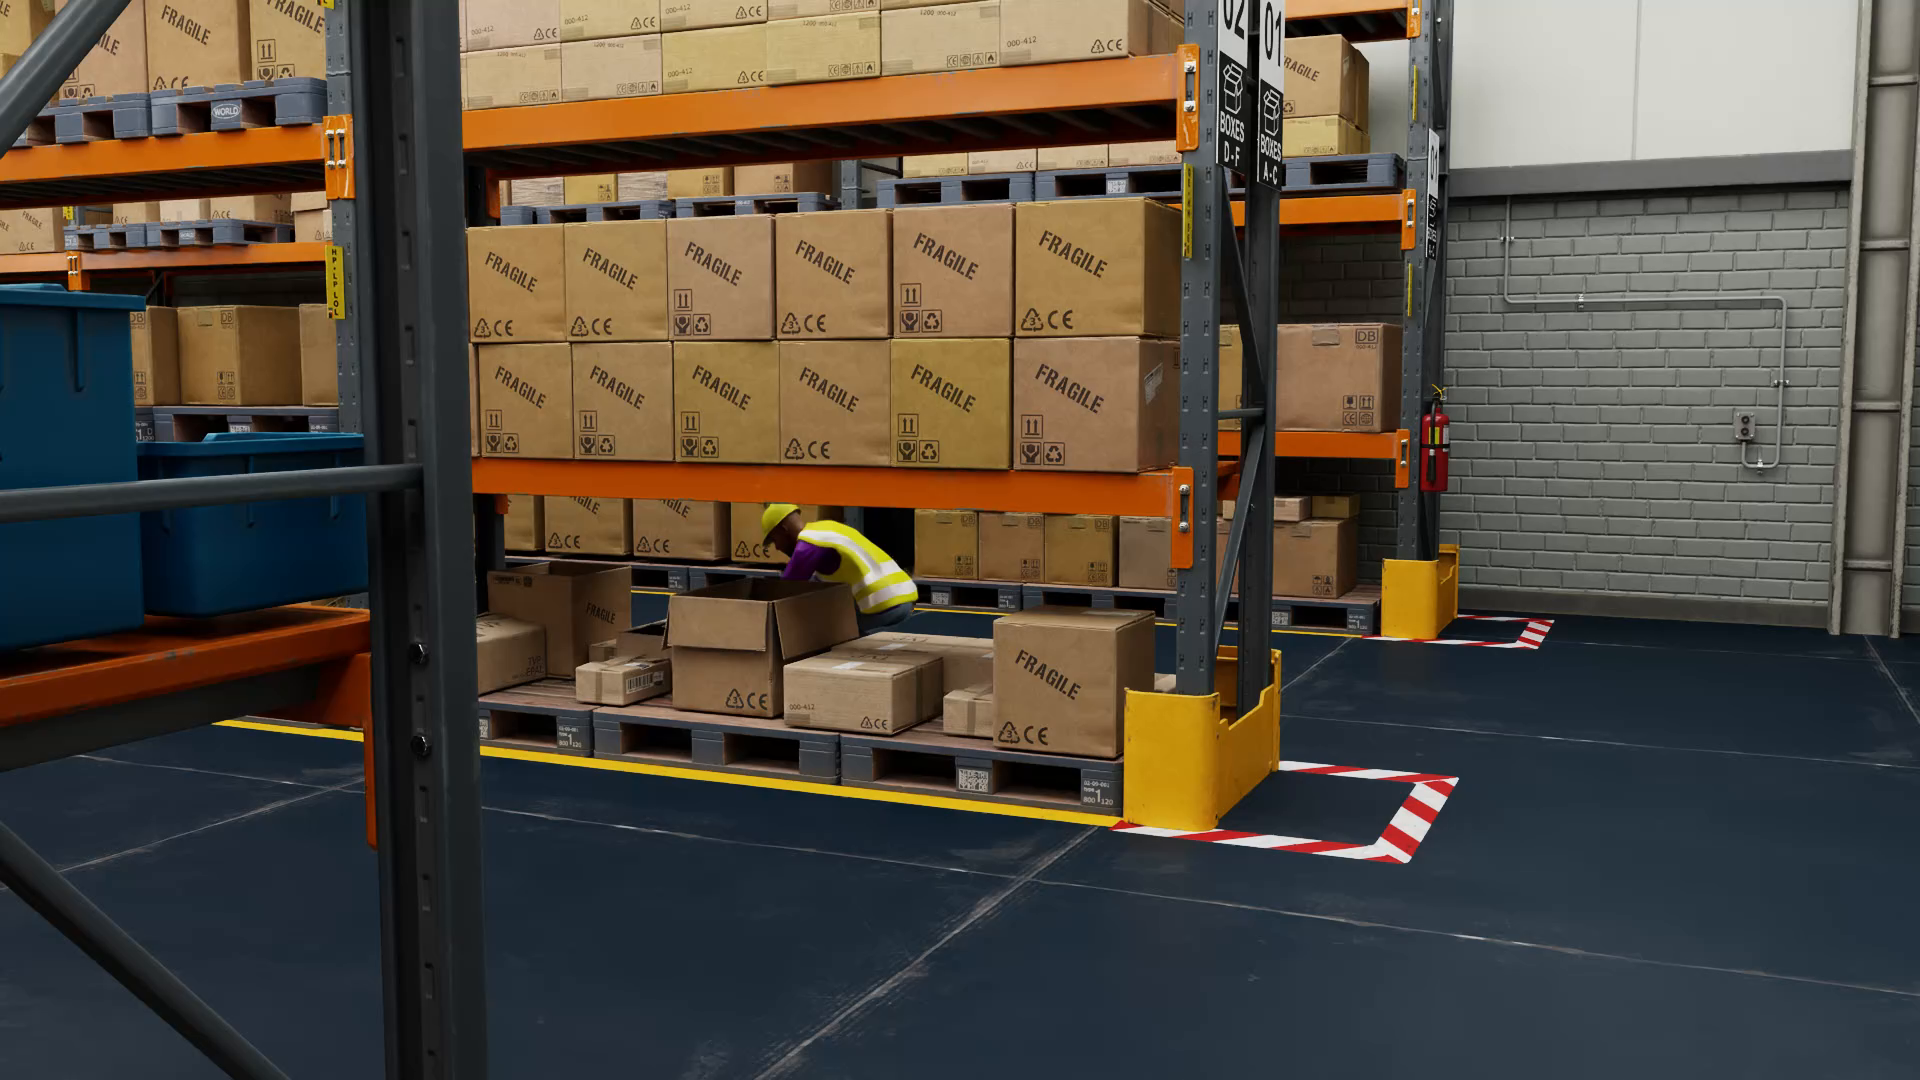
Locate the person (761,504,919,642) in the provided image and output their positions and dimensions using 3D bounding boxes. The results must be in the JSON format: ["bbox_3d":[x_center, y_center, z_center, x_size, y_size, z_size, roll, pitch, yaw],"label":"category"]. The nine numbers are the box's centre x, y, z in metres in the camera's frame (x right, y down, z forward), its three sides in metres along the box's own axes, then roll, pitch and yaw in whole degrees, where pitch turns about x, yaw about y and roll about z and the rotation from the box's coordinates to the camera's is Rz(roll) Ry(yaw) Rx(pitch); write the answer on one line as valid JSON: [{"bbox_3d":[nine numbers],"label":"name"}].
[{"bbox_3d":[-0.690,0.287,8.979,0.892,0.998,0.586,2,6,24],"label":"person"}]
